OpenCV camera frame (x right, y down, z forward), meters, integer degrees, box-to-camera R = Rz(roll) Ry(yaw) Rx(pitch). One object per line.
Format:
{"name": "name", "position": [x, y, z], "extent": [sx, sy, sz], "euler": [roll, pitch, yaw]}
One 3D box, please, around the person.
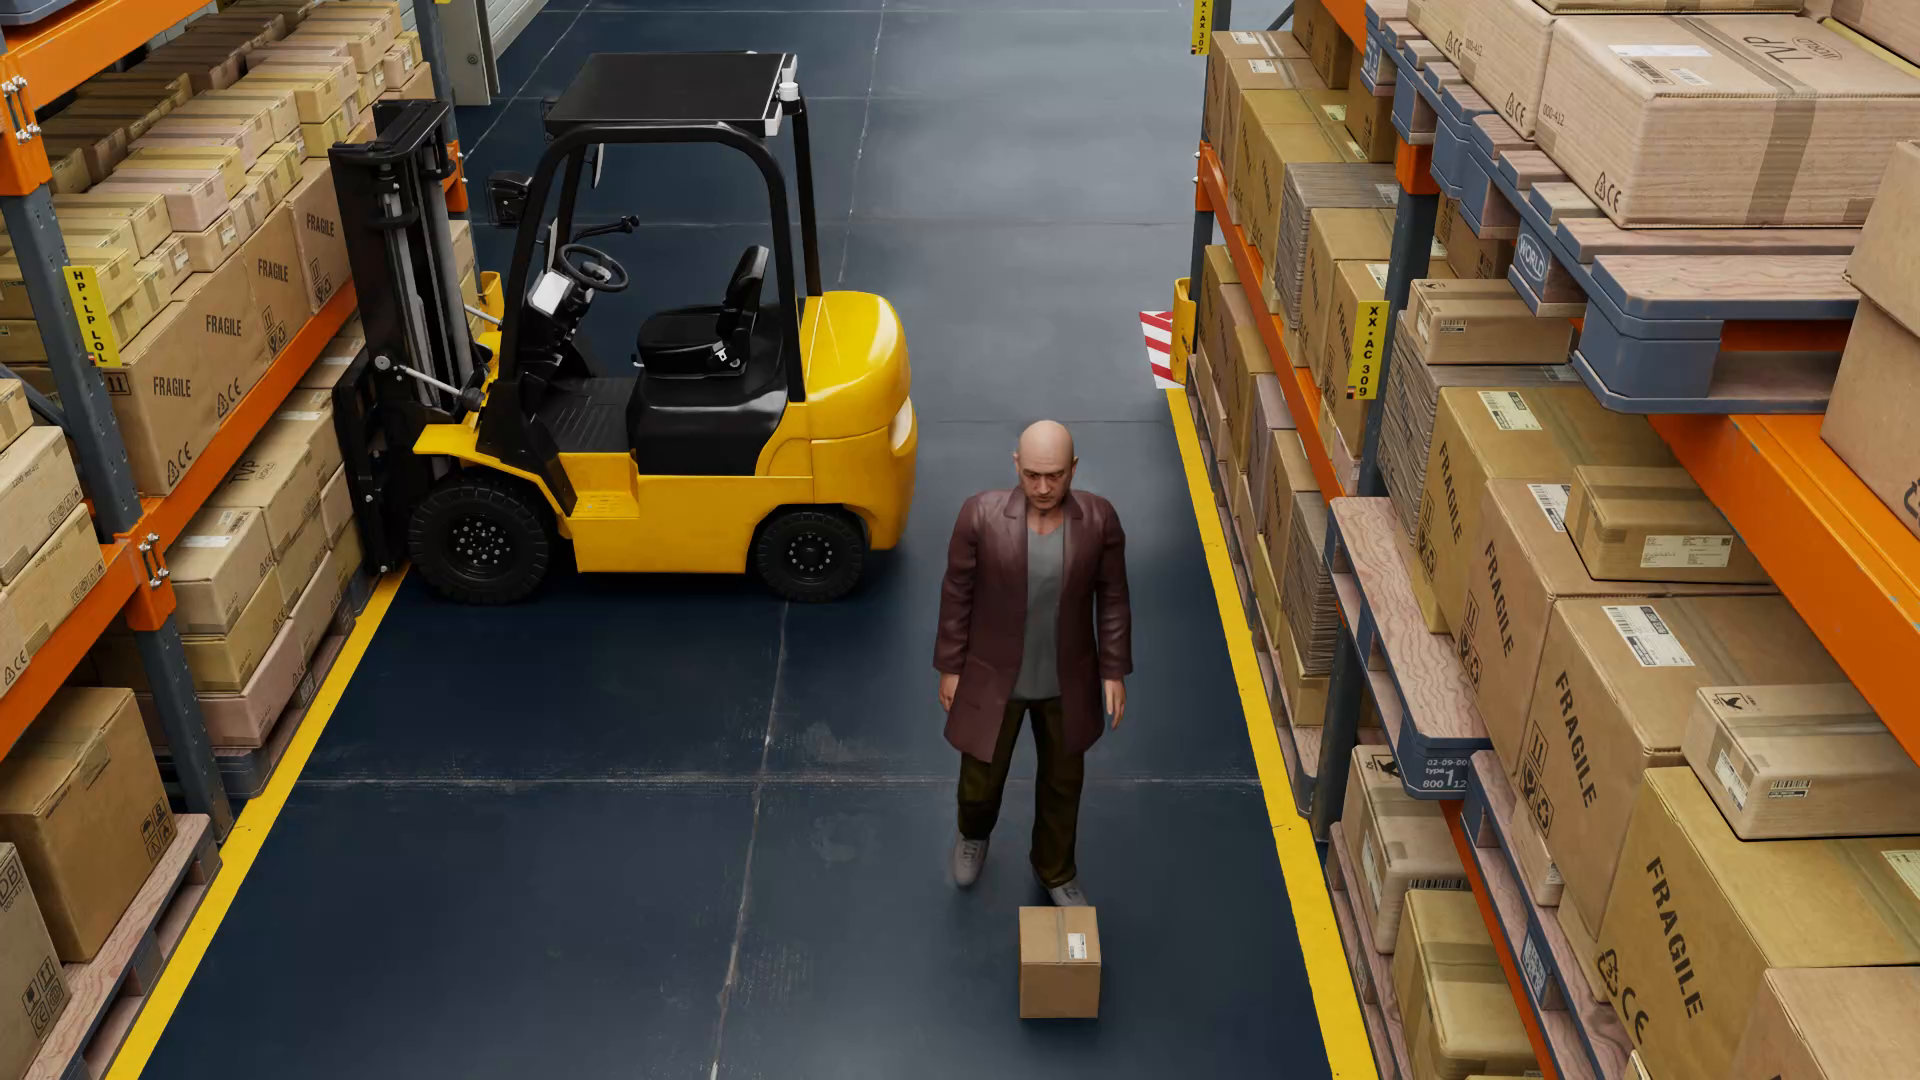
{"name": "person", "position": [0.234, 0.443, 5.374], "extent": [0.640, 1.798, 0.571], "euler": [-5, 31, -8]}
